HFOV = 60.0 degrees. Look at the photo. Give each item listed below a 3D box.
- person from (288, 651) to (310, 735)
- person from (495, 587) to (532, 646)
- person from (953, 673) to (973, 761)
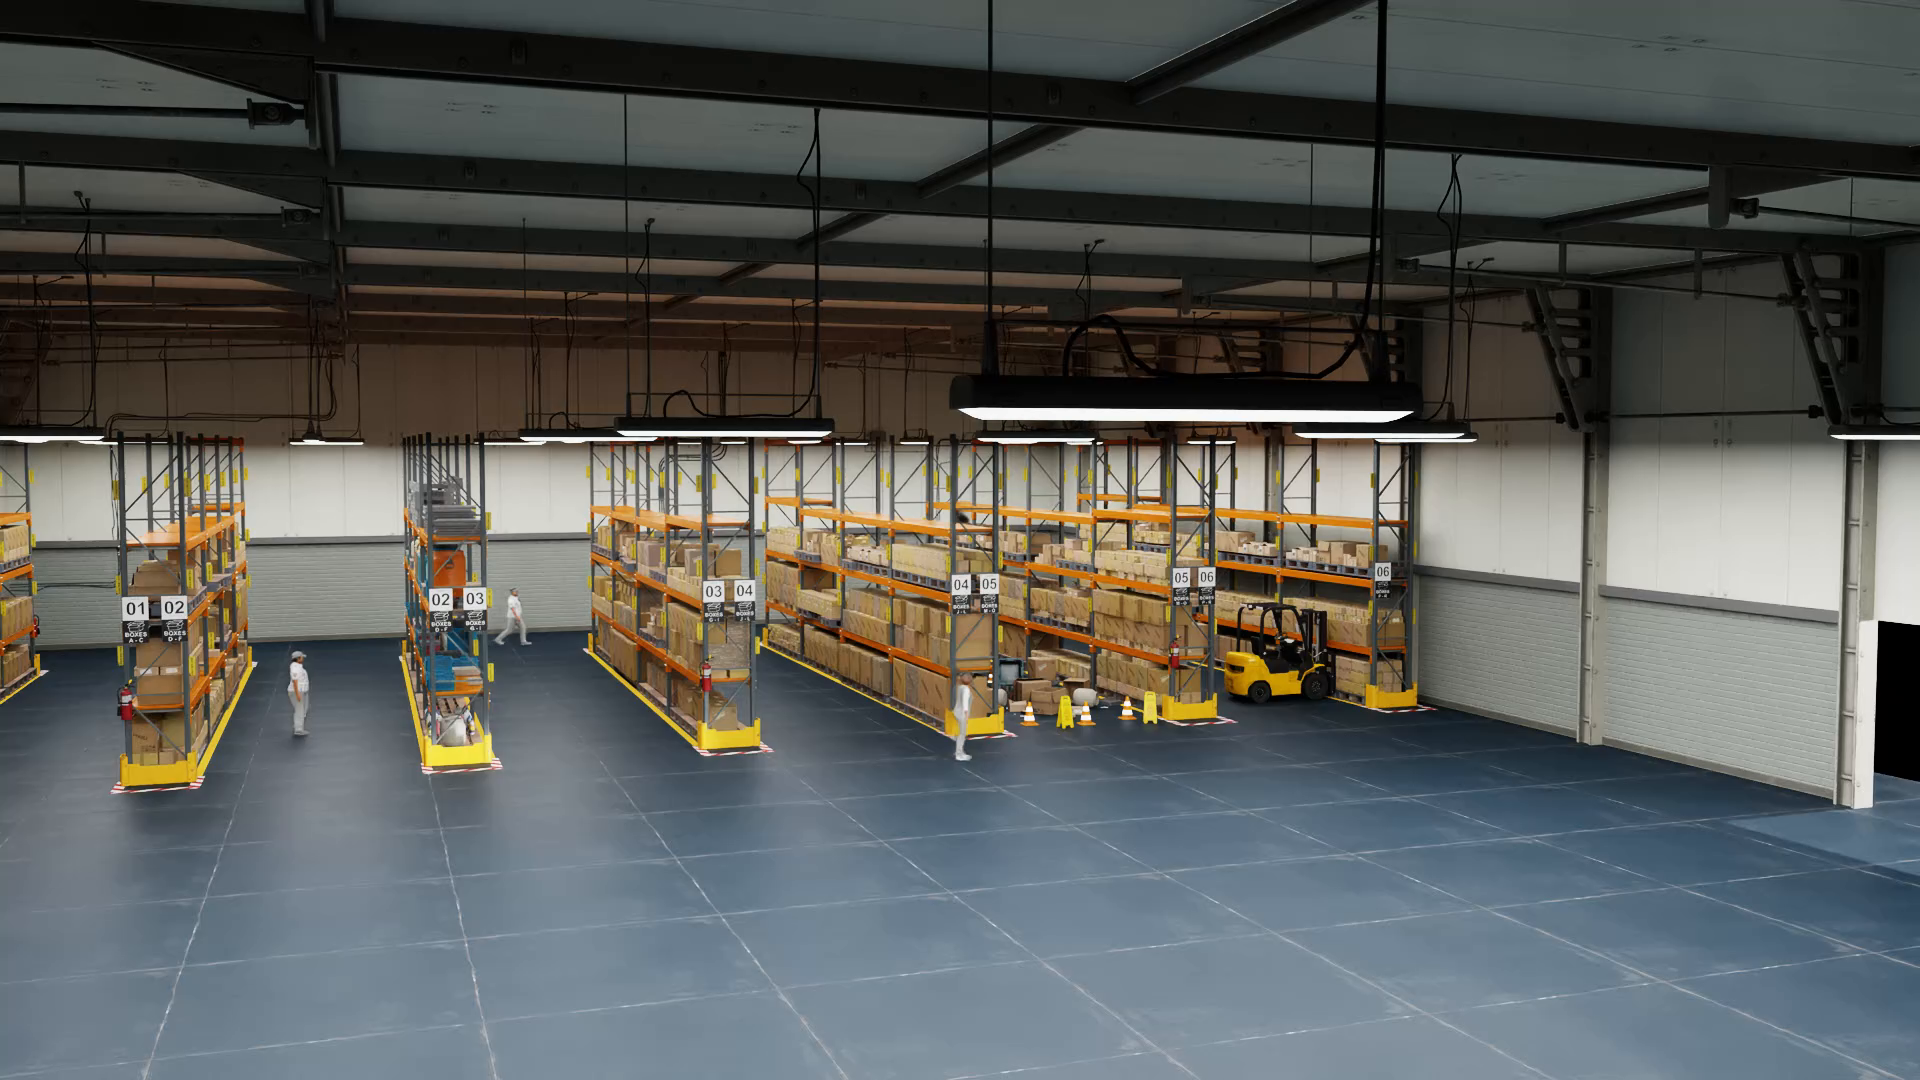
[{"bbox_3d":[-13.217,3.072,33.291,0.418,1.709,0.578,0,3,-4],"label":"person"},{"bbox_3d":[-12.888,2.202,47.992,1.018,1.717,0.558,0,3,0],"label":"person"},{"bbox_3d":[0.060,3.241,30.476,0.367,1.606,0.441,-1,3,-14],"label":"person"}]
